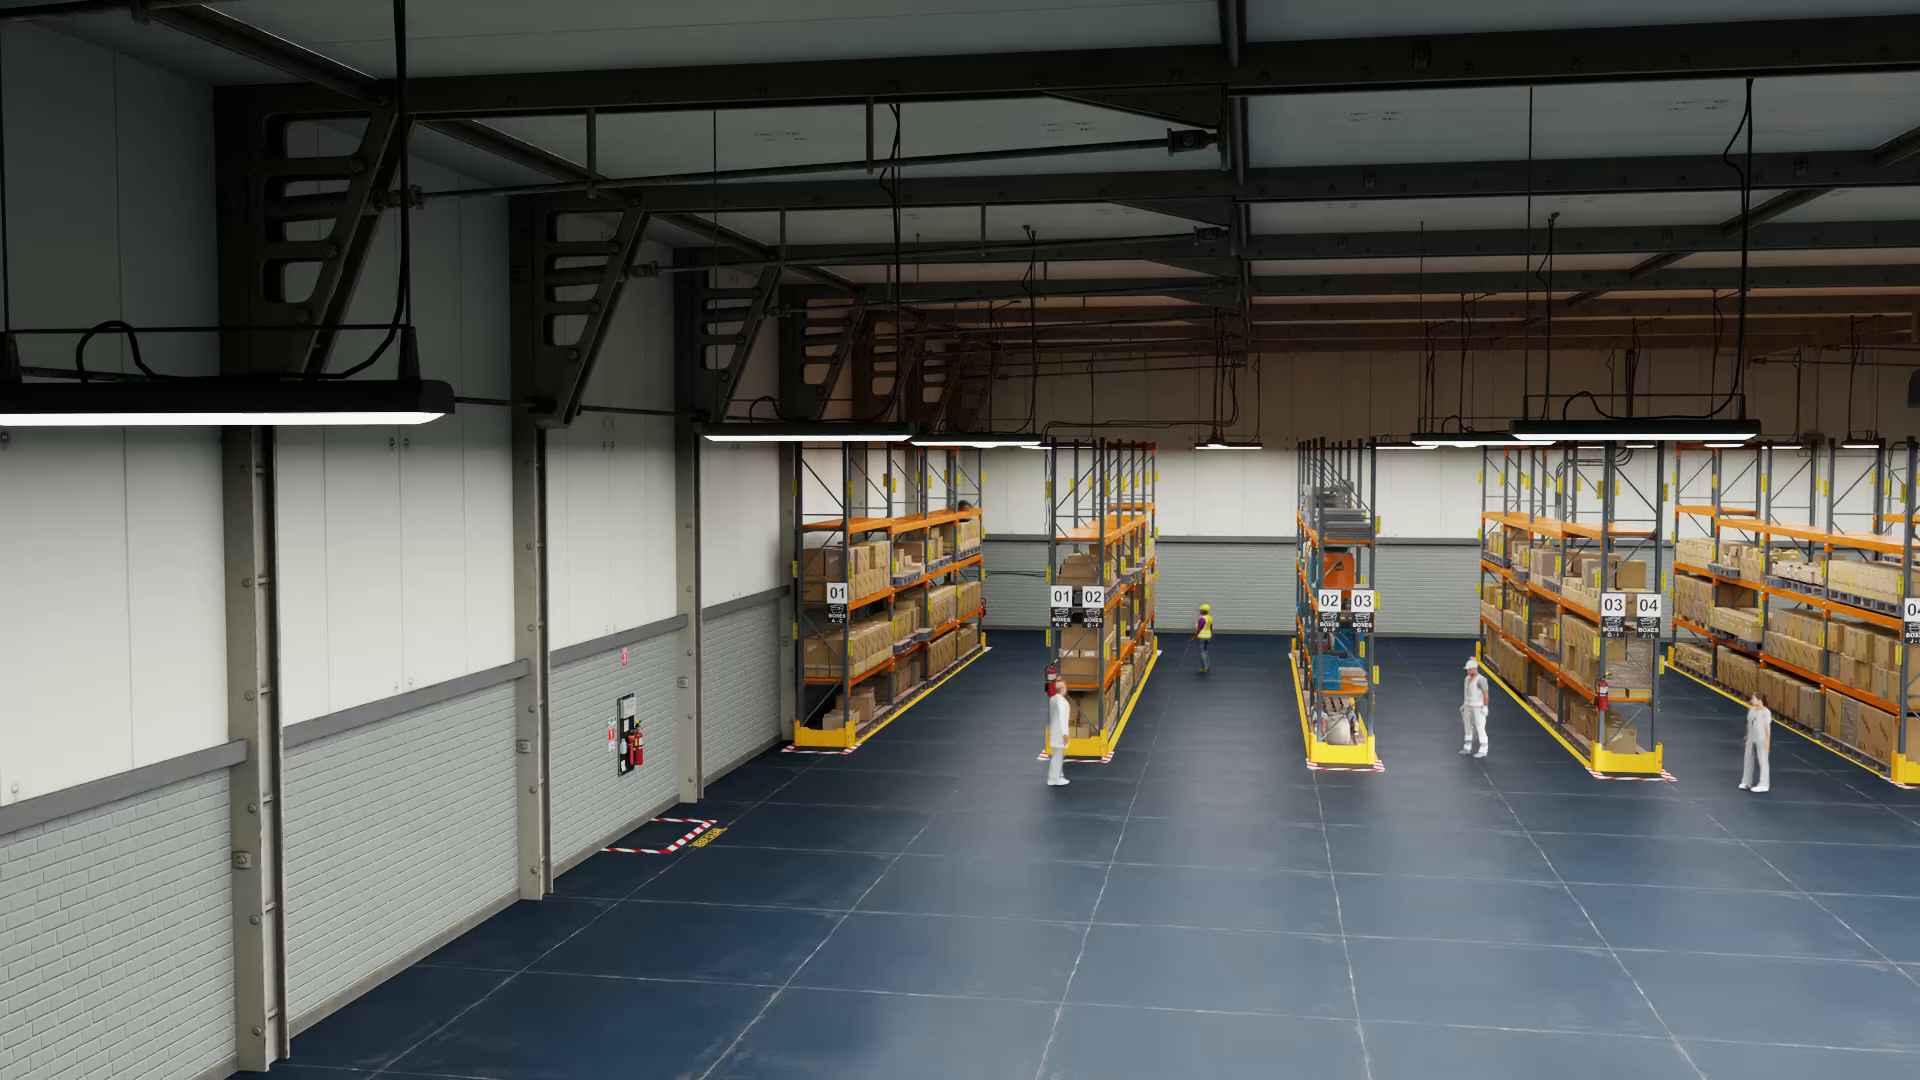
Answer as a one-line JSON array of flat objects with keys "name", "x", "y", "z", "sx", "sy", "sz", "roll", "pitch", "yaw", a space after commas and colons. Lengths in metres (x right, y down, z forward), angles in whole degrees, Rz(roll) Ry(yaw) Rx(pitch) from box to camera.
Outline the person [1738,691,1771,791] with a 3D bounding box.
[{"name": "person", "x": 13.427, "y": 3.387, "z": 28.086, "sx": 0.426, "sy": 1.674, "sz": 0.498, "roll": -1, "pitch": 3, "yaw": -26}]

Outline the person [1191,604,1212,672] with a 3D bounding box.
[{"name": "person", "x": 6.293, "y": 2.573, "z": 43.160, "sx": 0.626, "sy": 1.817, "sz": 0.500, "roll": -2, "pitch": 3, "yaw": -30}]

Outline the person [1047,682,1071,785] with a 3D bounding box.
[{"name": "person", "x": 1.734, "y": 3.344, "z": 28.576, "sx": 0.466, "sy": 1.825, "sz": 0.684, "roll": -1, "pitch": 3, "yaw": -10}]

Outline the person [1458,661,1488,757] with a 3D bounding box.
[{"name": "person", "x": 9.654, "y": 3.161, "z": 31.353, "sx": 0.401, "sy": 1.783, "sz": 0.611, "roll": -2, "pitch": 3, "yaw": -28}]
